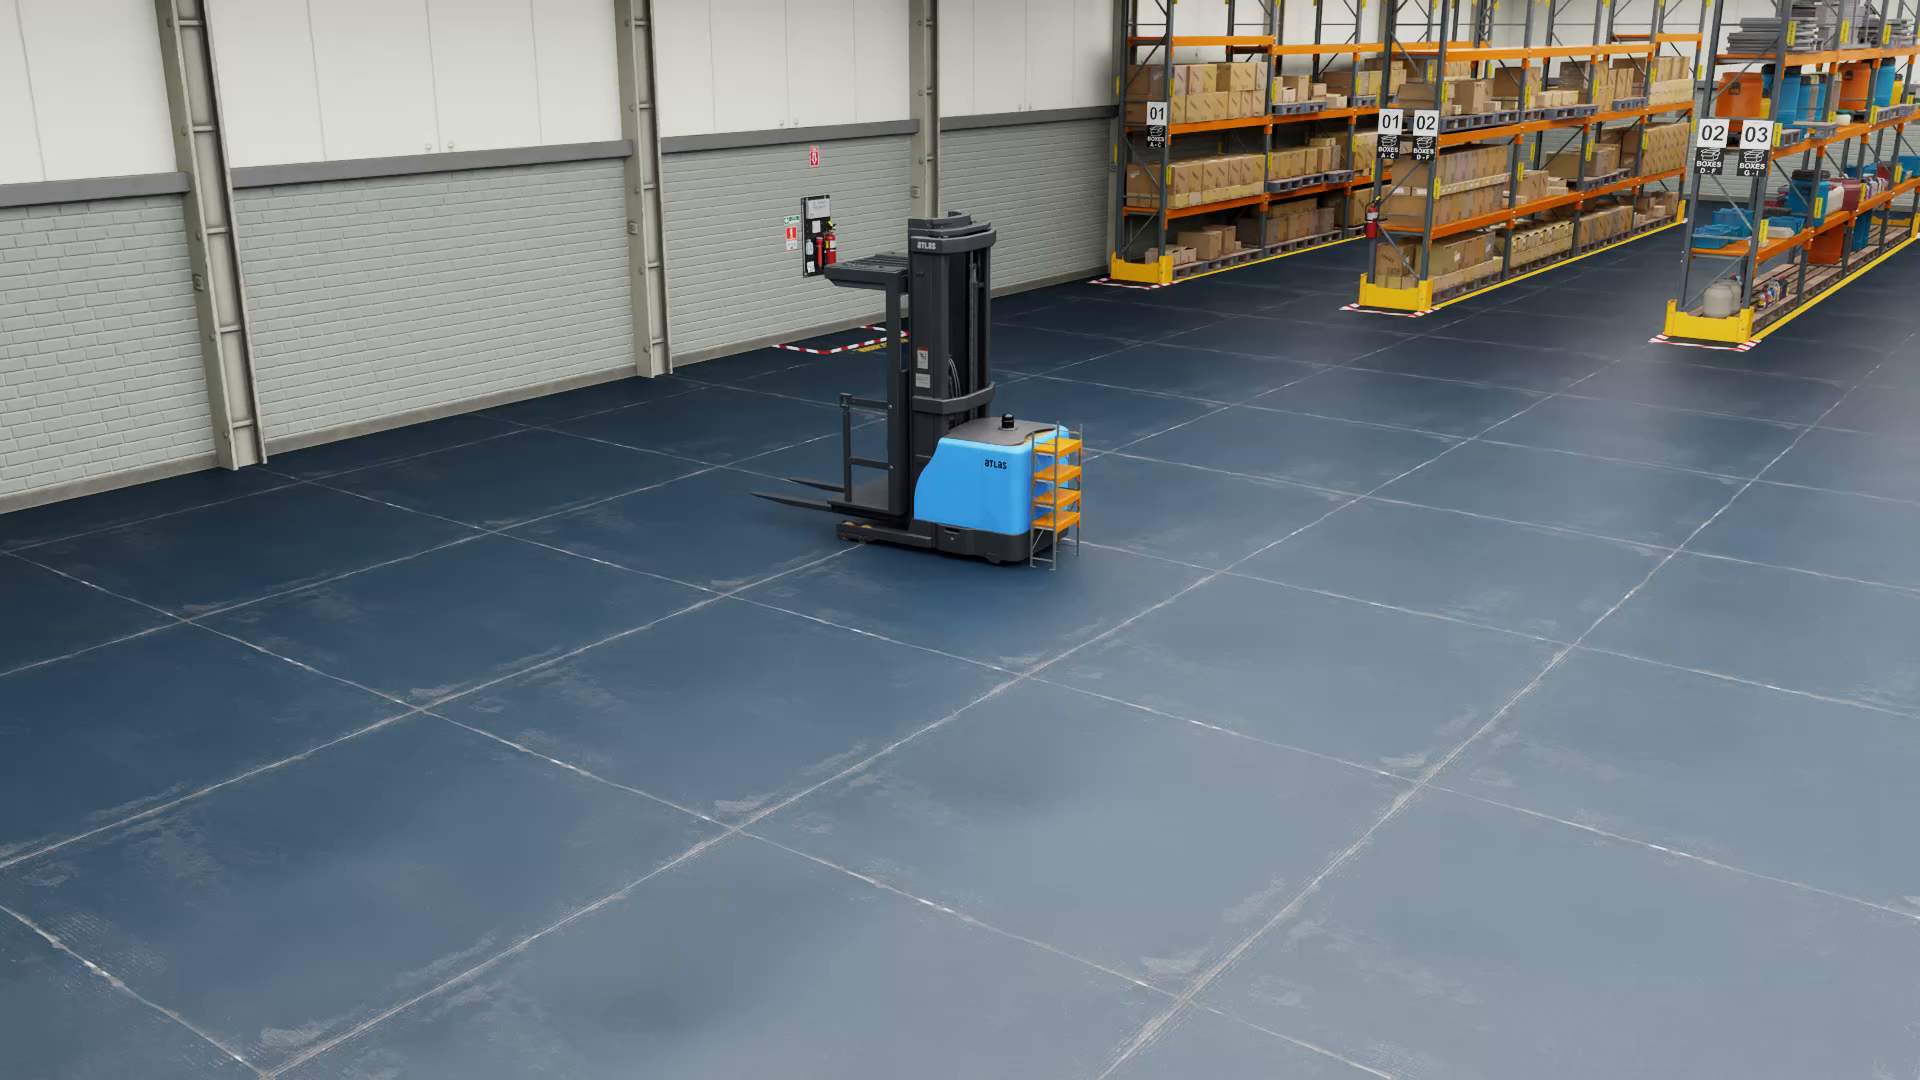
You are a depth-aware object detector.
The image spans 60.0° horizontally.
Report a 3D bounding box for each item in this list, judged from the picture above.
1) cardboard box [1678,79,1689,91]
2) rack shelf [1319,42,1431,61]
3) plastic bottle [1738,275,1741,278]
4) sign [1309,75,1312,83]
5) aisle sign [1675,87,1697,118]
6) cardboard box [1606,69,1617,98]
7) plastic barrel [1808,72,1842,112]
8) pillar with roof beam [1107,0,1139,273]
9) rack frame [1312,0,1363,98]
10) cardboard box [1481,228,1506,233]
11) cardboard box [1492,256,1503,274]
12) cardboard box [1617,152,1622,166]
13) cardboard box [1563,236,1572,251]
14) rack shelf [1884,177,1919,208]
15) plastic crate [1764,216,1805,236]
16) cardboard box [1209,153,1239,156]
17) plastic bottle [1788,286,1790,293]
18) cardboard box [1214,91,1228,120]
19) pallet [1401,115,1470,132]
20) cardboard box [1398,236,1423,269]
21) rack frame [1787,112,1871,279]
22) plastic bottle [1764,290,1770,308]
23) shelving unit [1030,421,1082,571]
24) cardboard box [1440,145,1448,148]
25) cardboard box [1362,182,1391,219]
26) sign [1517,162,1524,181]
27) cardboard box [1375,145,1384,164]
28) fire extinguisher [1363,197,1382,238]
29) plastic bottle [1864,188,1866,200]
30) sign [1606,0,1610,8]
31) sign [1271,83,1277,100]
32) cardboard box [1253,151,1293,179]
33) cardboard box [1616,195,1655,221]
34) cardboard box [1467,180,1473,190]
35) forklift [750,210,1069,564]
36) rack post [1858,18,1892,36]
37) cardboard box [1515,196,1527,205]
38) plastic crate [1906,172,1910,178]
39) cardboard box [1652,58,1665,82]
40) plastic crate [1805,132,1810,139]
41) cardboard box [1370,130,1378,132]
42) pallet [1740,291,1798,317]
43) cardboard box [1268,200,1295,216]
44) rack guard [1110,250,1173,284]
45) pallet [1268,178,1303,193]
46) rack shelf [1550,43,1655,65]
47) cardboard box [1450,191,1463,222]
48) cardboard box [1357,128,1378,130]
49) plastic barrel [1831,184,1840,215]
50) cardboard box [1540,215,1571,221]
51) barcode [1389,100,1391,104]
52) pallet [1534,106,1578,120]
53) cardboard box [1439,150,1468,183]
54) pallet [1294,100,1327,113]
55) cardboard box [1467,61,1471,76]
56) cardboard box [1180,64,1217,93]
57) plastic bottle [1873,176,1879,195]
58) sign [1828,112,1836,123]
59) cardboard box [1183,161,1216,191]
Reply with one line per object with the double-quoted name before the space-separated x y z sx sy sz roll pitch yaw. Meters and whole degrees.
"cardboard box" 16.412 -10.462 38.234 0.500 0.250 0.500 12 21 35
"rack shelf" 9.256 -10.925 37.144 1.077 0.370 4.000 12 21 35
"plastic bottle" 13.095 -4.323 27.972 0.097 0.271 0.097 0 17 0
"sign" 7.623 -9.935 36.122 0.100 0.325 0.005 12 21 35
"aisle sign" 17.098 -10.352 39.146 0.394 0.787 0.004 12 21 35
"cardboard box" 13.276 -9.500 34.679 0.600 0.600 0.600 11 21 33
"plastic barrel" 15.357 -7.882 29.670 0.600 0.901 0.600 0 17 0
"pillar with roof beam" 6.477 -8.636 27.887 9.100 9.000 0.400 12 21 35
"rack frame" 8.064 -10.983 35.444 1.000 3.000 0.127 12 21 35
"cardboard box" 10.276 -5.837 31.970 0.500 0.311 0.500 12 21 35
"cardboard box" 9.560 -5.029 30.315 0.500 0.250 0.500 12 21 35
"cardboard box" 14.520 -8.408 37.100 0.500 0.500 0.500 13 21 36
"cardboard box" 11.927 -5.962 33.321 0.500 0.250 0.500 13 21 36
"rack shelf" 19.595 -7.453 35.404 1.077 0.370 4.000 12 21 35
"plastic crate" 13.196 -5.032 26.647 0.499 0.251 0.616 12 21 35
"cardboard box" 5.233 -7.386 32.932 0.500 0.500 0.500 12 21 33
"plastic bottle" 13.671 -4.147 27.522 0.097 0.201 0.097 0 17 0
"cardboard box" 4.654 -8.115 31.064 0.500 0.500 0.500 14 22 38
"pallet" 7.720 -6.892 27.477 1.003 0.211 1.213 12 21 35
"cardboard box" 7.942 -5.005 28.972 0.500 0.500 0.500 12 21 35
"rack frame" 16.020 -6.367 30.696 1.000 3.000 0.127 12 21 35
"plastic bottle" 12.788 -3.827 26.376 0.097 0.271 0.097 0 17 0
"shelving unit" 0.836 -0.387 14.474 0.258 1.200 0.503 9 20 28
"cardboard box" 11.223 -9.513 40.320 0.980 0.700 0.700 12 21 33
"cardboard box" 9.637 -7.855 38.402 0.750 0.750 0.750 13 22 36
"sign" 10.108 -6.644 29.995 0.100 0.325 0.005 12 21 35
"cardboard box" 9.175 -8.629 37.275 0.500 0.500 0.500 12 21 34
"fire extinguisher" 6.834 -5.355 27.567 0.296 0.674 0.183 12 21 35
"plastic bottle" 17.180 -6.595 31.645 0.097 0.271 0.097 0 17 0
"sign" 14.003 -11.645 35.868 0.100 0.325 0.005 12 21 35
"sign" 6.121 -8.751 32.441 0.100 0.325 0.005 12 21 35
"cardboard box" 6.350 -7.670 33.981 0.700 0.500 0.500 15 23 40
"cardboard box" 15.543 -7.662 38.334 0.797 0.503 0.637 12 21 35
"cardboard box" 8.601 -6.117 28.627 0.380 0.149 0.250 13 21 35
"forklift" -0.542 -1.494 15.119 3.031 2.935 1.130 10 20 29
"rack post" 16.419 -9.376 30.396 0.954 0.300 0.937 12 21 35
"cardboard box" 10.353 -6.346 31.050 0.380 0.149 0.250 12 21 35
"plastic crate" 20.262 -7.883 35.919 0.396 0.136 0.243 12 21 35
"cardboard box" 15.099 -10.371 36.675 0.700 0.500 0.500 12 21 35
"plastic crate" 13.005 -6.267 25.761 0.243 0.136 0.396 12 21 35
"cardboard box" 9.455 -9.109 37.555 0.500 0.250 0.500 12 21 34
"pallet" 13.203 -3.930 27.550 1.003 0.211 1.213 12 21 35
"cardboard box" 6.672 -6.948 34.775 0.500 0.250 0.500 12 21 33
"rack guard" 3.343 -5.037 30.626 1.175 0.500 0.348 12 21 35
"pallet" 6.253 -7.230 33.797 1.003 0.211 1.213 12 21 35
"rack shelf" 13.236 -10.050 34.328 1.077 0.370 4.000 12 21 35
"cardboard box" 8.176 -5.738 28.501 0.700 0.500 0.500 13 21 35
"cardboard box" 9.363 -9.318 38.231 0.500 0.250 0.500 12 21 33
"plastic barrel" 15.328 -6.038 29.446 0.421 0.512 0.421 0 17 0
"cardboard box" 12.413 -6.524 34.674 0.500 0.500 0.500 13 22 37
"barcode" 7.070 -7.205 27.357 0.001 0.075 0.075 12 21 35
"pallet" 11.048 -8.141 31.670 1.003 0.211 1.213 14 22 37
"cardboard box" 8.206 -6.373 28.359 0.700 0.500 0.500 13 21 35
"pallet" 6.749 -8.884 34.058 1.213 0.211 1.003 12 21 35
"cardboard box" 12.307 -11.651 40.764 0.500 0.500 0.500 13 22 36
"cardboard box" 4.358 -8.463 30.499 0.500 0.500 0.500 13 22 36
"plastic bottle" 18.009 -6.976 32.738 0.144 0.351 0.185 12 21 35
"sign" 14.072 -6.751 26.860 0.100 0.325 0.005 12 21 35
"cardboard box" 4.439 -6.807 31.067 0.500 0.500 0.500 12 21 33
